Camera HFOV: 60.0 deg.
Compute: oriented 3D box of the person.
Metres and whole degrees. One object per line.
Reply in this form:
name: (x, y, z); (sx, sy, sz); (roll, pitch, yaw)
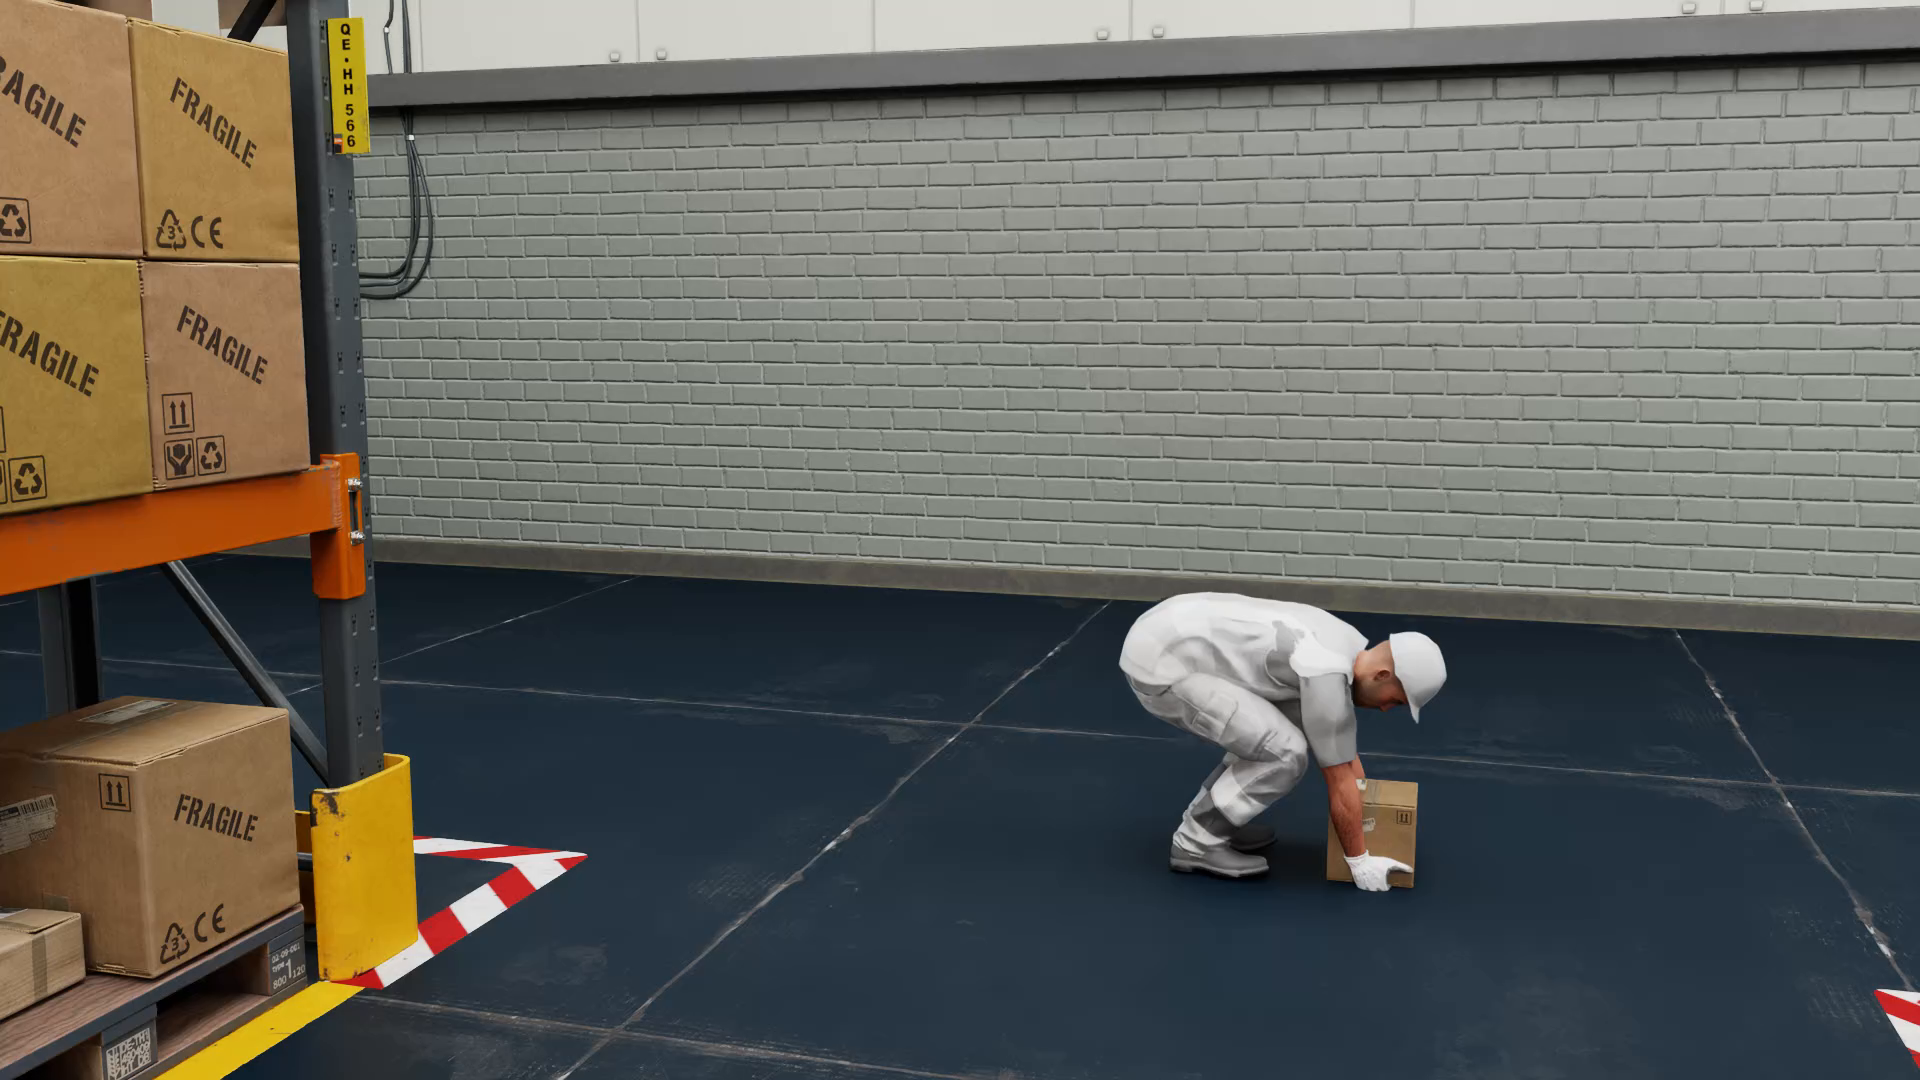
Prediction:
person: (0.968, 0.595, 5.058); (0.966, 0.856, 0.531); (2, 8, 14)
